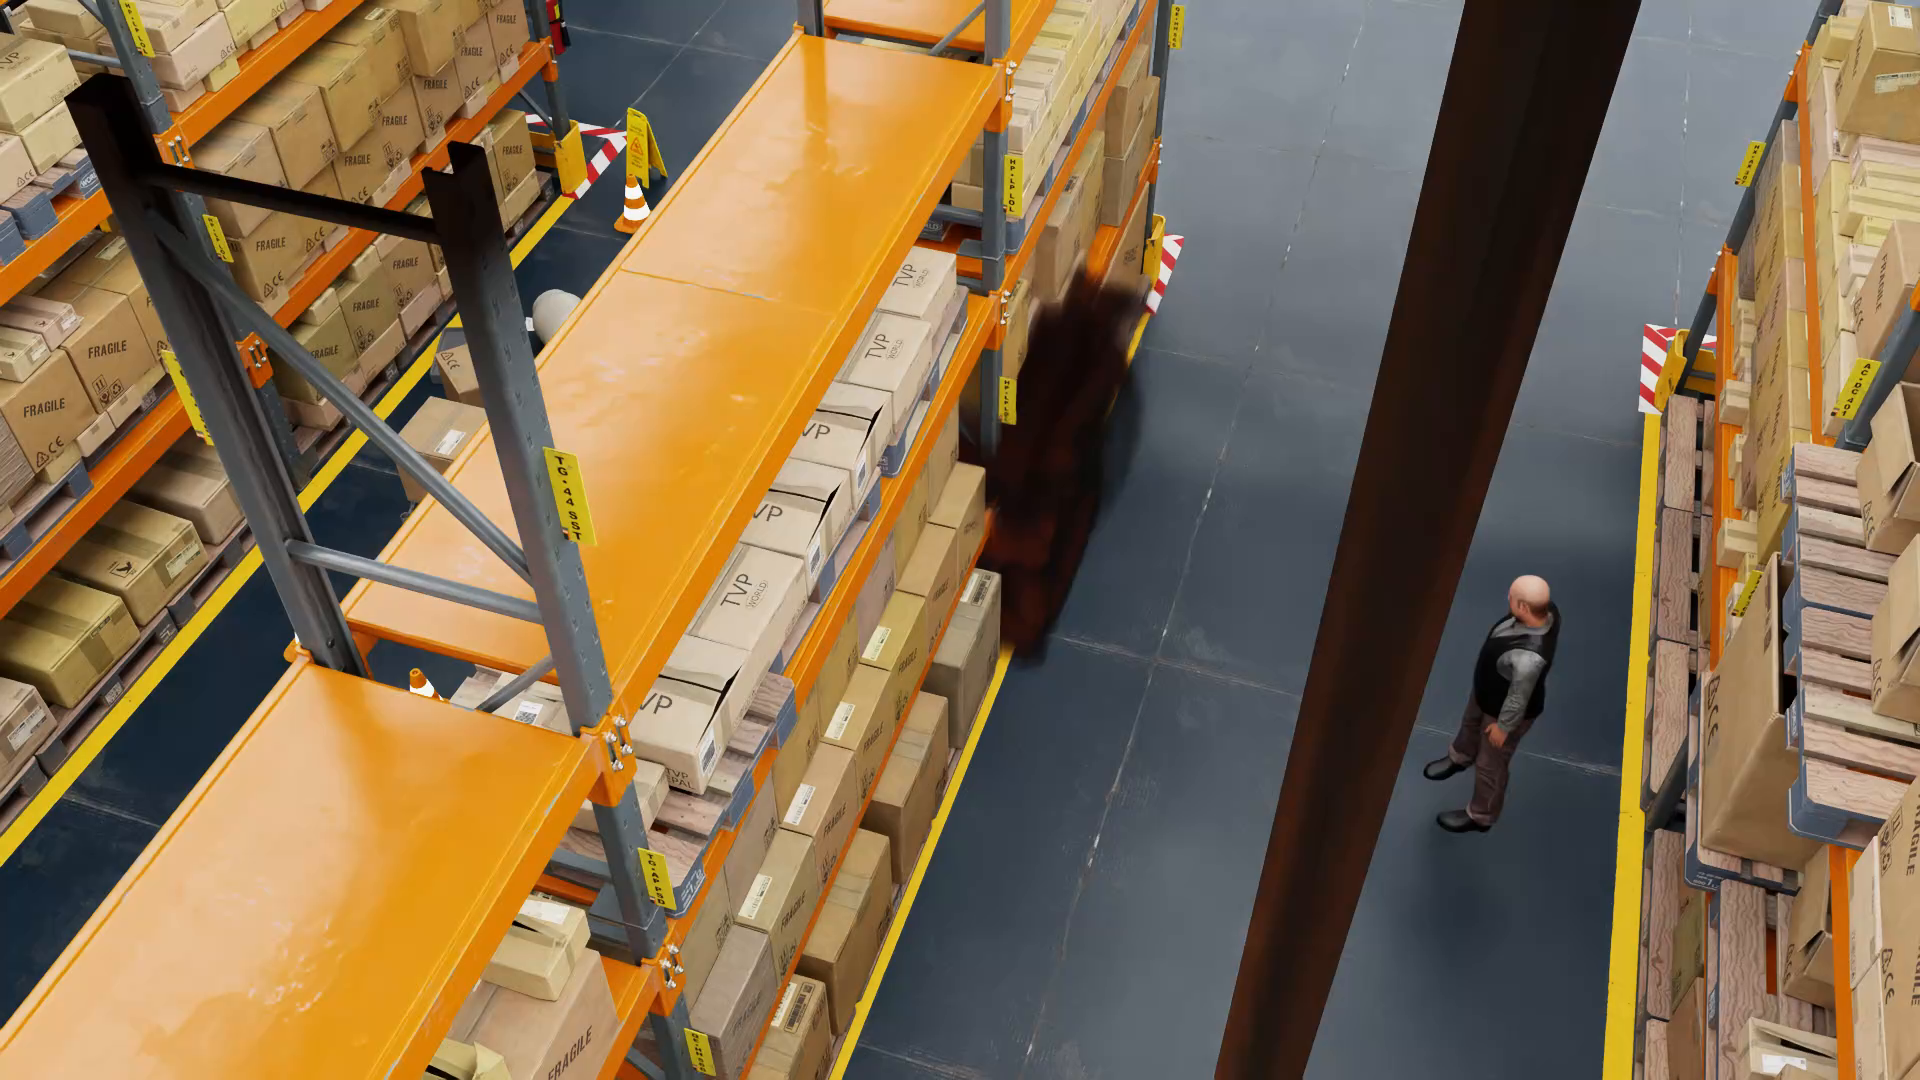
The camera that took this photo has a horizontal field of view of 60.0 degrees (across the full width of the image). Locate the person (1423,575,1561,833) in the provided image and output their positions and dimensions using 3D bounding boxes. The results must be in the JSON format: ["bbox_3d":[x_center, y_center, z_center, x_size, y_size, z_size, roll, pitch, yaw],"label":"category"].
[{"bbox_3d":[2.815,0.824,8.717,0.429,1.720,0.579,5,46,5],"label":"person"}]
